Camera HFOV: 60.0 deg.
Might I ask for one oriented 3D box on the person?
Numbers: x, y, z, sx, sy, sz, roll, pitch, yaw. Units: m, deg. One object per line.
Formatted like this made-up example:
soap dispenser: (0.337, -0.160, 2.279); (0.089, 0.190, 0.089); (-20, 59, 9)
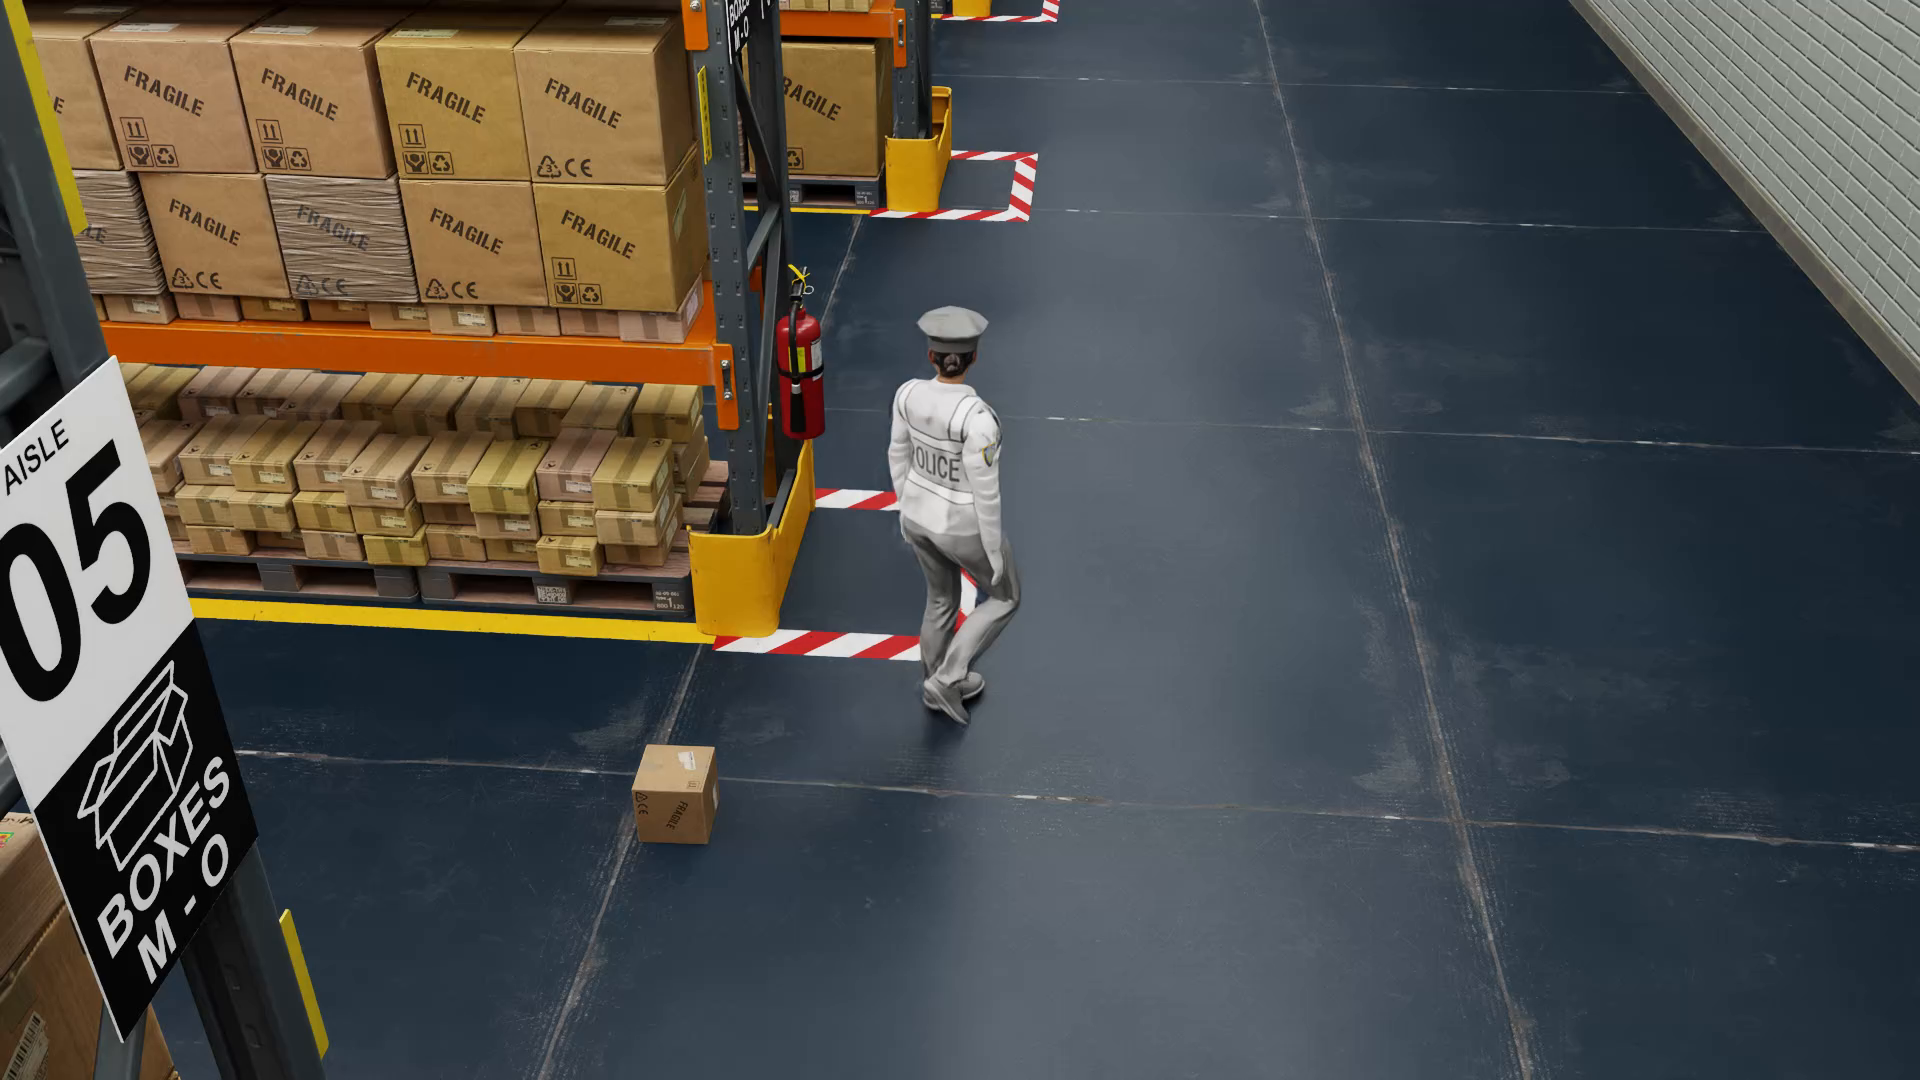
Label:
person: (-0.042, -0.051, 6.173); (0.526, 1.659, 0.446); (26, 41, 35)
